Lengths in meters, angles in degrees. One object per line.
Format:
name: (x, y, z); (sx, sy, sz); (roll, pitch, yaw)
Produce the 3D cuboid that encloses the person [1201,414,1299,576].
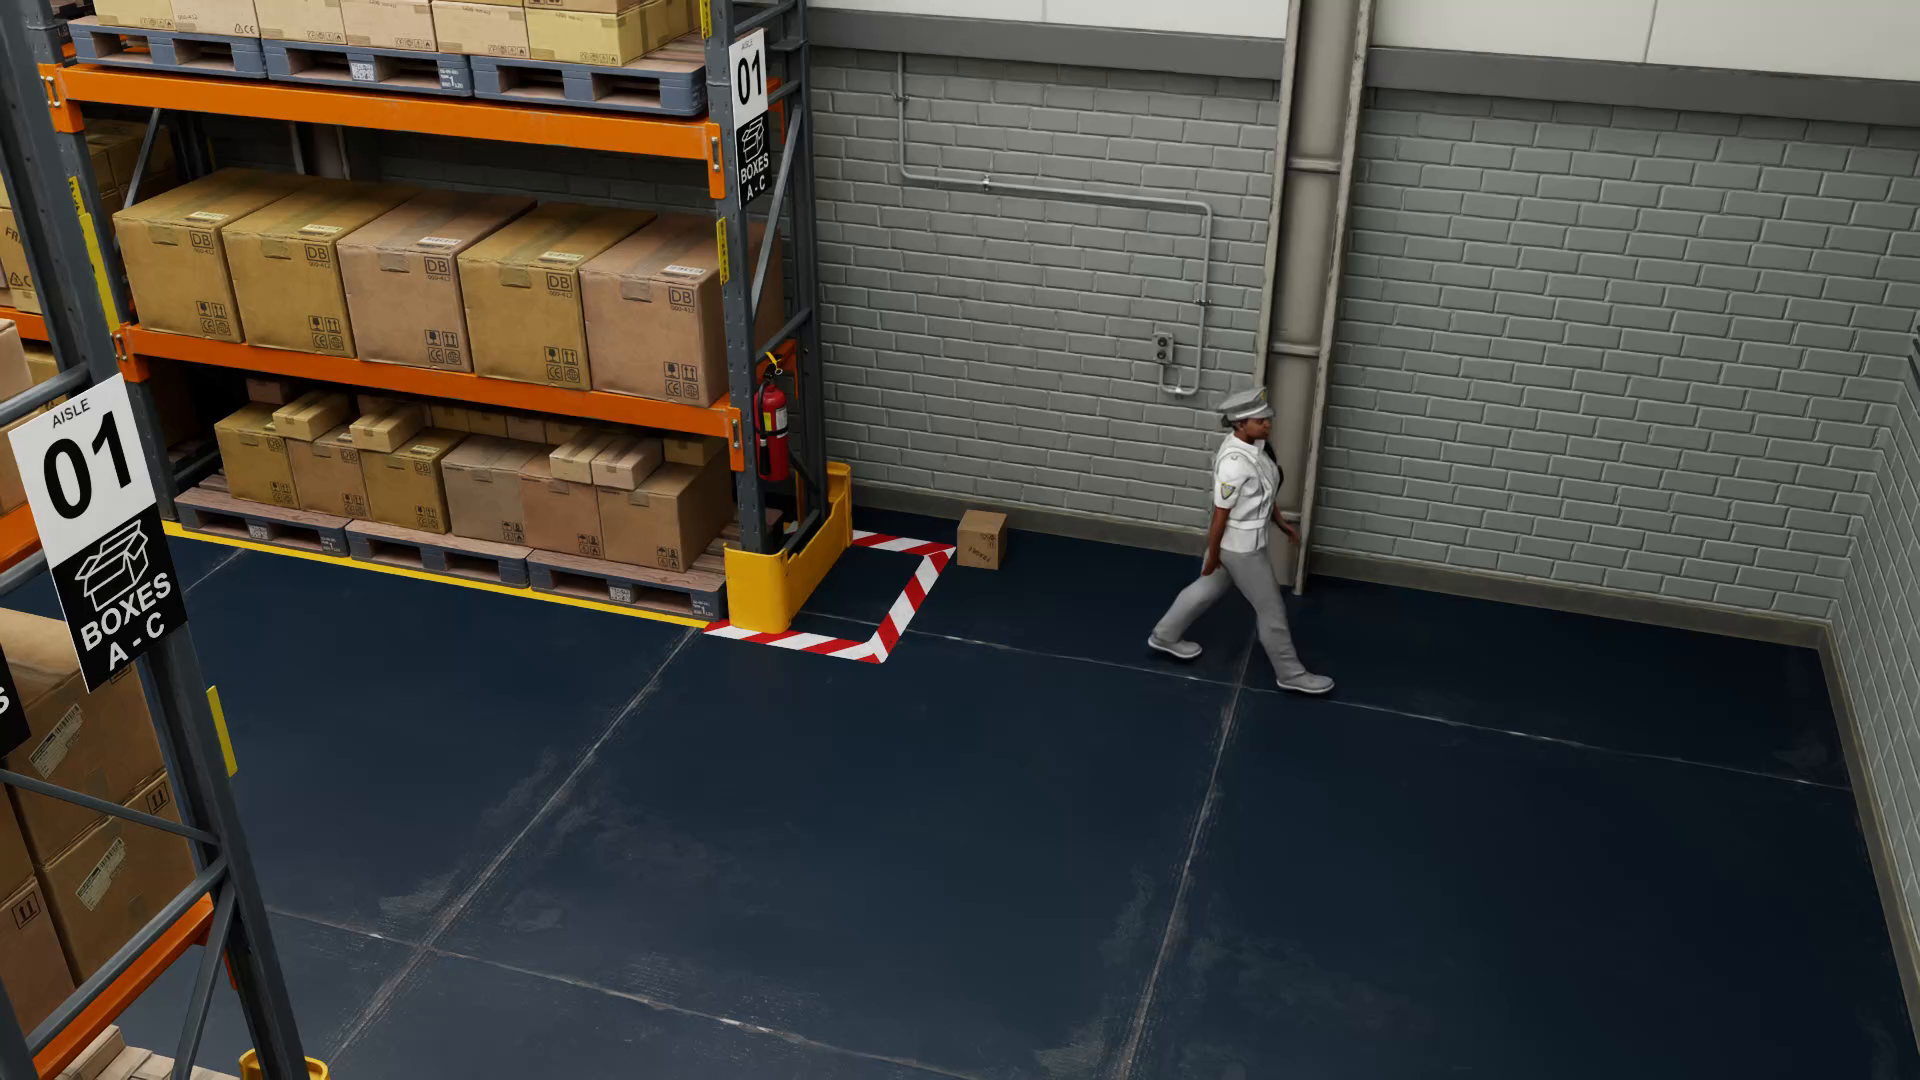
person: (1.496, -0.276, 8.363); (0.468, 0.985, 0.450); (7, 30, 12)
